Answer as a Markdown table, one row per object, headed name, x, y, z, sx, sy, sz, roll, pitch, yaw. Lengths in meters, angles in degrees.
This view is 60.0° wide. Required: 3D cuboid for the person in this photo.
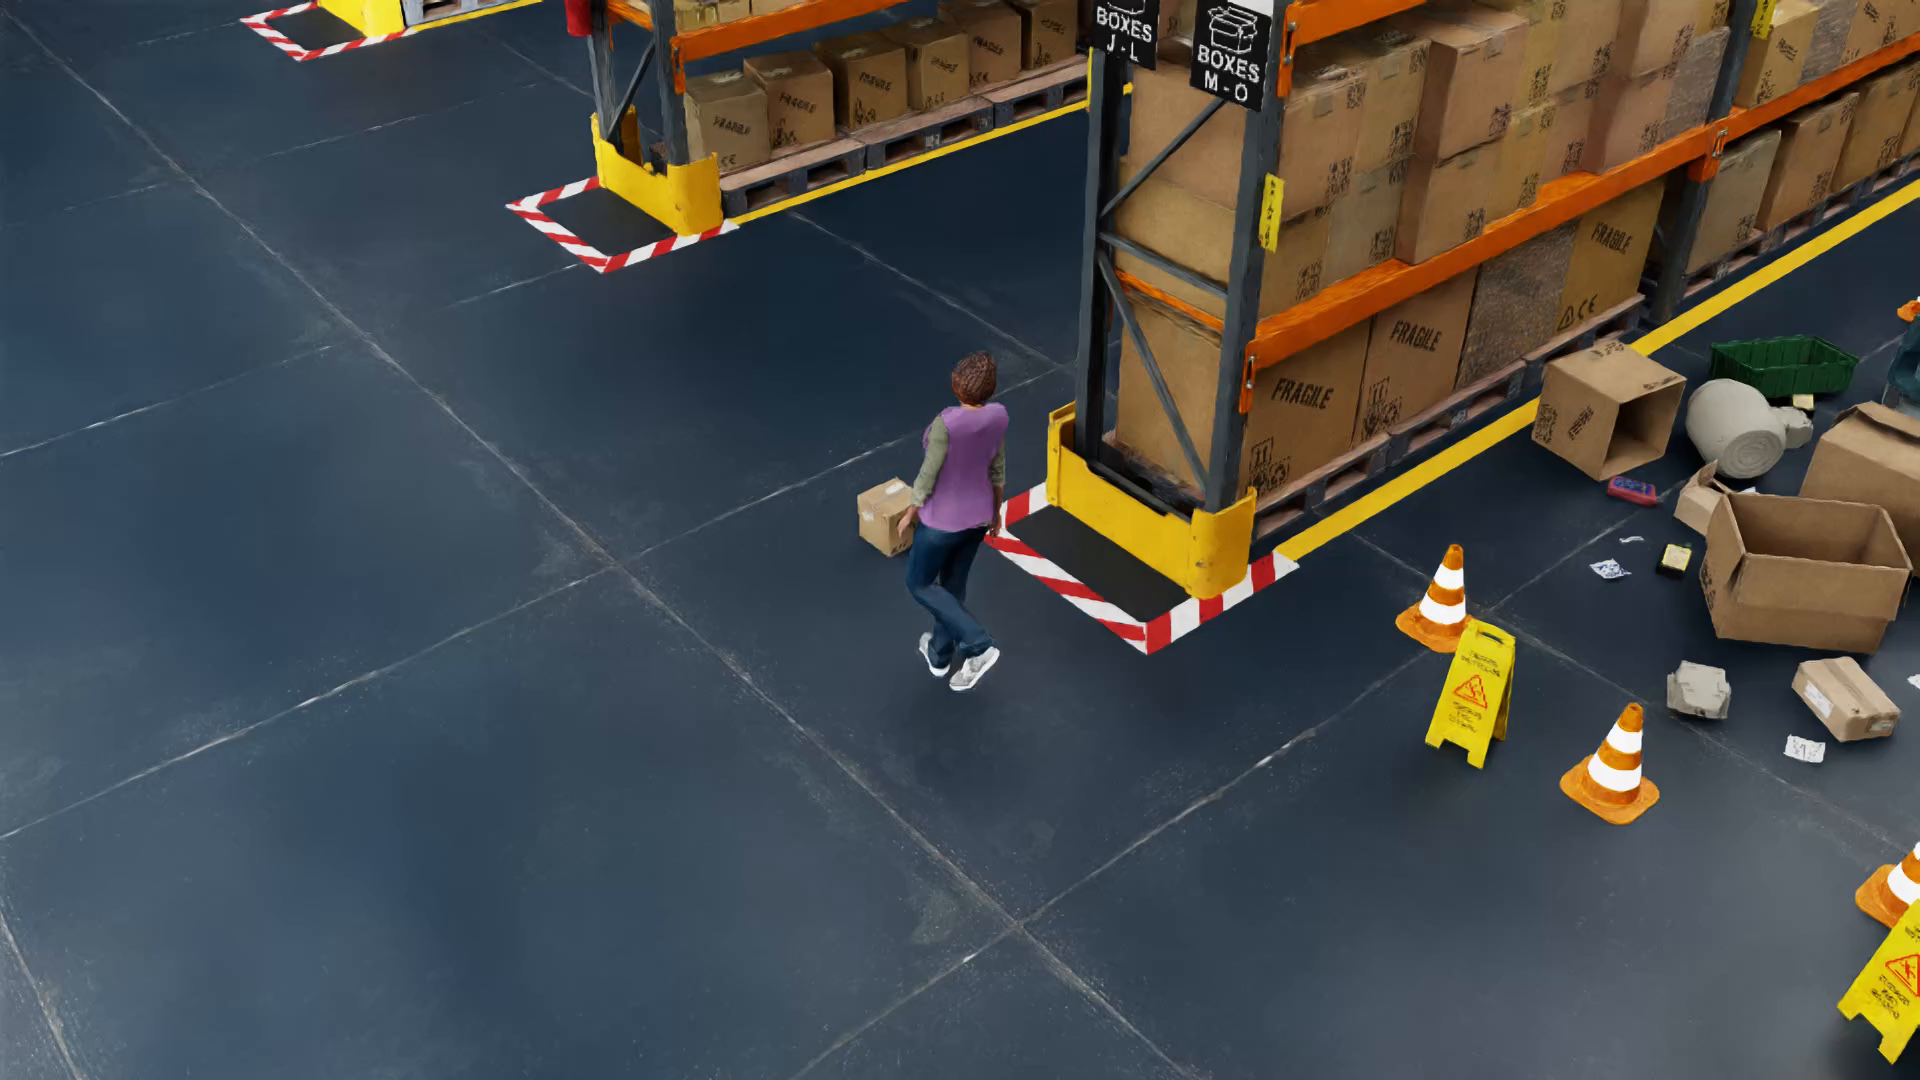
| name | x | y | z | sx | sy | sz | roll | pitch | yaw |
| --- | --- | --- | --- | --- | --- | --- | --- | --- | --- |
| person | 0.038 | -0.061 | 7.181 | 0.470 | 1.559 | 0.517 | -27 | 44 | -32 |
